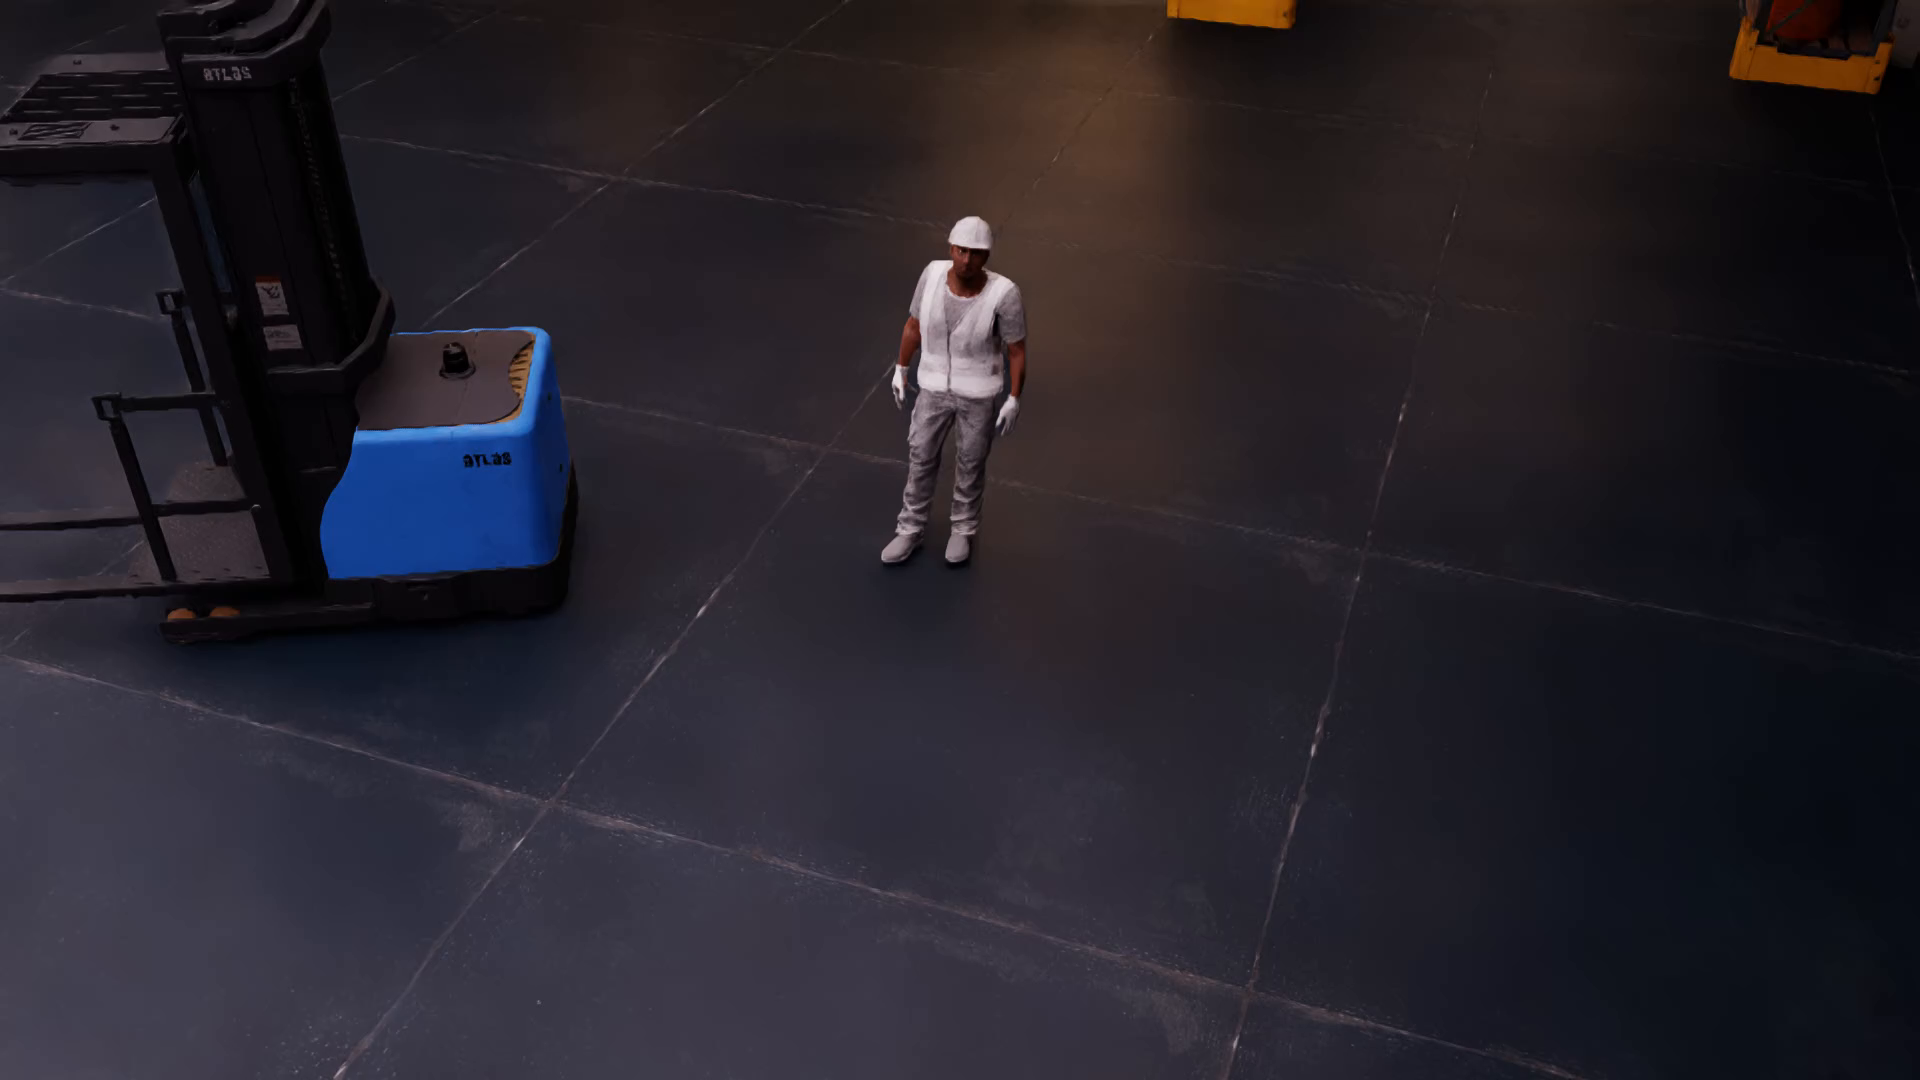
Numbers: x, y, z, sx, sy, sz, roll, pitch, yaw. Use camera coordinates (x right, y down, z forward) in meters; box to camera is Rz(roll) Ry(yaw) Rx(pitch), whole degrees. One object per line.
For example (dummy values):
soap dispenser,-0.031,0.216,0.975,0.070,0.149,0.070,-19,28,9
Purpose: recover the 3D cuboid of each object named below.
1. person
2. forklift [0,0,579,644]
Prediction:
person,-0.032,-0.695,8.072,0.655,1.782,0.576,12,37,16
forklift,-3.484,-1.023,7.554,3.031,2.935,1.130,-4,36,-5
